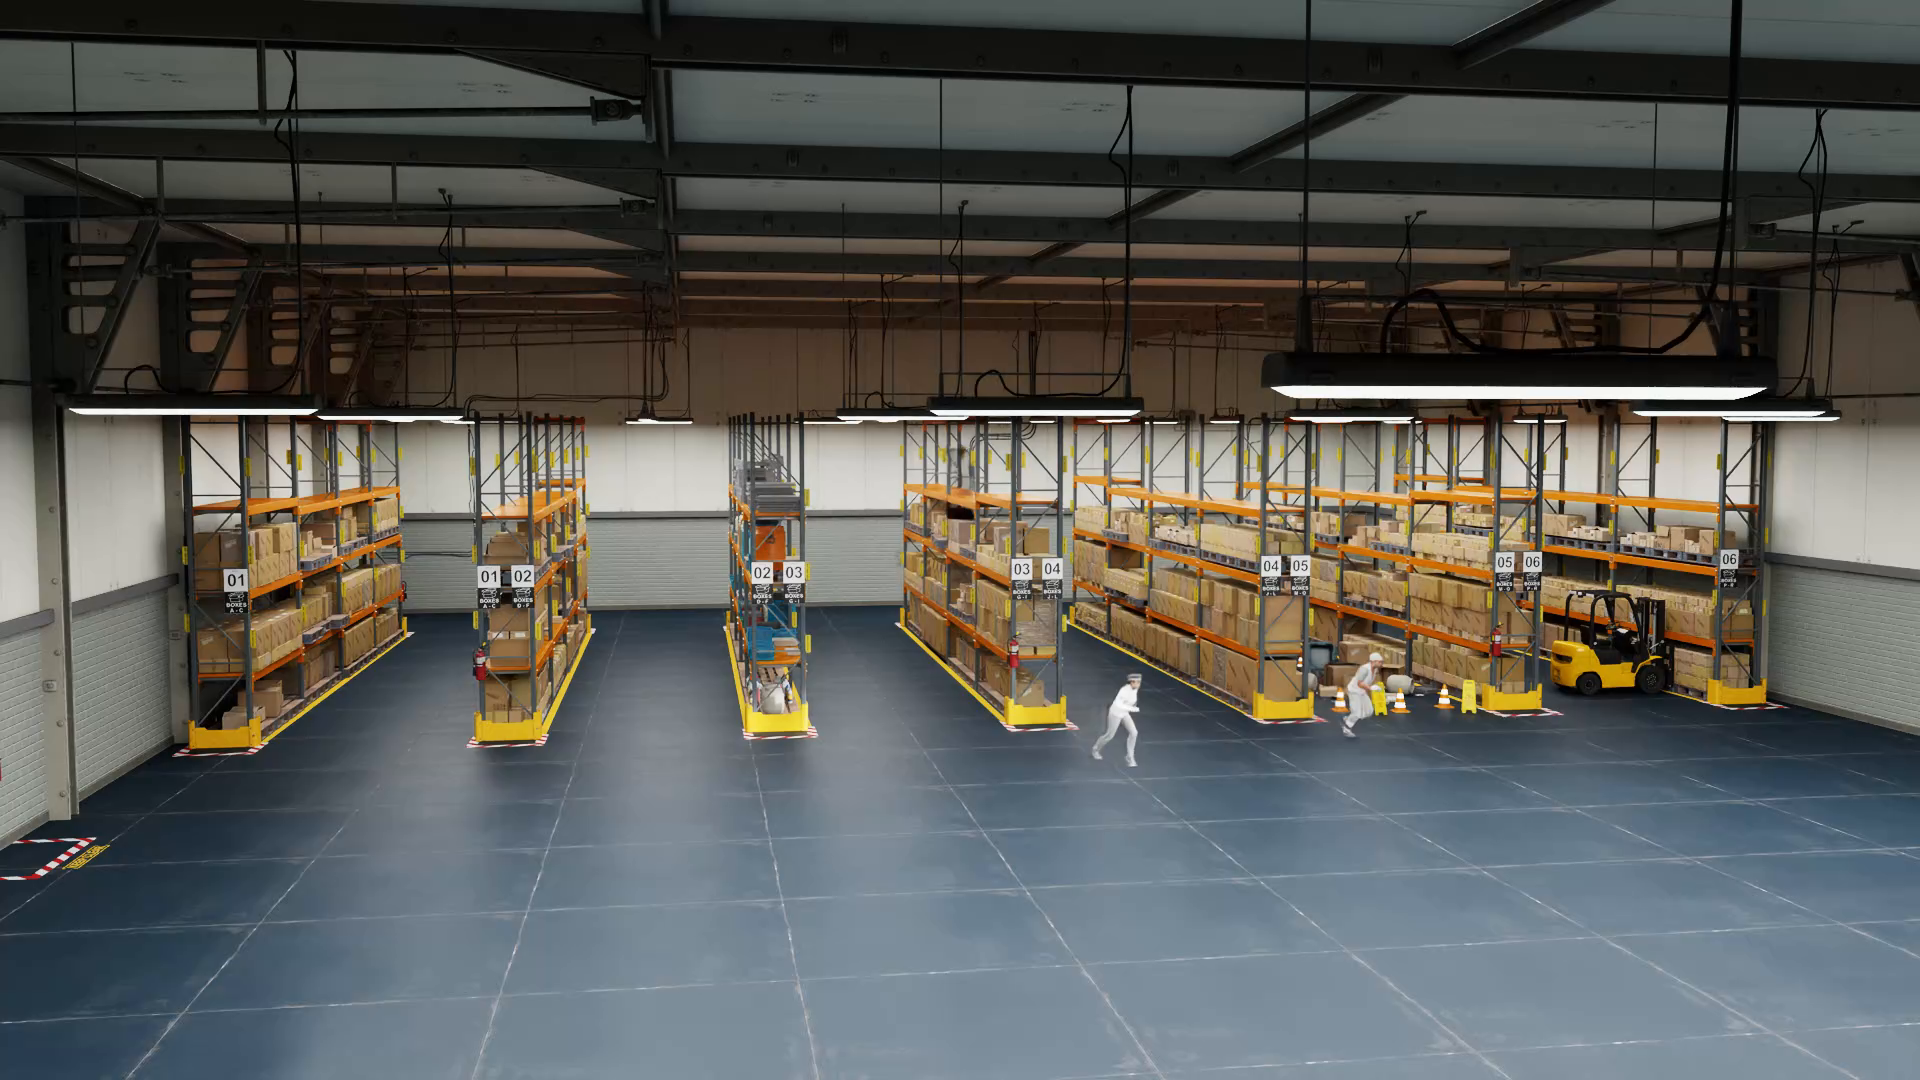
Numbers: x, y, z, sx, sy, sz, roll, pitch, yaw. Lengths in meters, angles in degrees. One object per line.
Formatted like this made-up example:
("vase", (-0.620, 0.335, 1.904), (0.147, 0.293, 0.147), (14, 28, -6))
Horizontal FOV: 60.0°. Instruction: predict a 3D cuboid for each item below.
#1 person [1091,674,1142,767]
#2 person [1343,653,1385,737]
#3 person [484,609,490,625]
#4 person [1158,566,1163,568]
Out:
("person", (2.663, 3.043, 28.227), (0.957, 1.621, 0.657), (3, 5, 35))
("person", (7.443, 2.845, 30.568), (0.828, 1.601, 0.696), (3, 5, 39))
("person", (-11.666, 1.998, 41.948), (0.700, 1.770, 0.963), (-1, 4, -13))
("person", (5.709, 1.621, 47.305), (0.710, 1.743, 0.936), (-2, 4, -24))
